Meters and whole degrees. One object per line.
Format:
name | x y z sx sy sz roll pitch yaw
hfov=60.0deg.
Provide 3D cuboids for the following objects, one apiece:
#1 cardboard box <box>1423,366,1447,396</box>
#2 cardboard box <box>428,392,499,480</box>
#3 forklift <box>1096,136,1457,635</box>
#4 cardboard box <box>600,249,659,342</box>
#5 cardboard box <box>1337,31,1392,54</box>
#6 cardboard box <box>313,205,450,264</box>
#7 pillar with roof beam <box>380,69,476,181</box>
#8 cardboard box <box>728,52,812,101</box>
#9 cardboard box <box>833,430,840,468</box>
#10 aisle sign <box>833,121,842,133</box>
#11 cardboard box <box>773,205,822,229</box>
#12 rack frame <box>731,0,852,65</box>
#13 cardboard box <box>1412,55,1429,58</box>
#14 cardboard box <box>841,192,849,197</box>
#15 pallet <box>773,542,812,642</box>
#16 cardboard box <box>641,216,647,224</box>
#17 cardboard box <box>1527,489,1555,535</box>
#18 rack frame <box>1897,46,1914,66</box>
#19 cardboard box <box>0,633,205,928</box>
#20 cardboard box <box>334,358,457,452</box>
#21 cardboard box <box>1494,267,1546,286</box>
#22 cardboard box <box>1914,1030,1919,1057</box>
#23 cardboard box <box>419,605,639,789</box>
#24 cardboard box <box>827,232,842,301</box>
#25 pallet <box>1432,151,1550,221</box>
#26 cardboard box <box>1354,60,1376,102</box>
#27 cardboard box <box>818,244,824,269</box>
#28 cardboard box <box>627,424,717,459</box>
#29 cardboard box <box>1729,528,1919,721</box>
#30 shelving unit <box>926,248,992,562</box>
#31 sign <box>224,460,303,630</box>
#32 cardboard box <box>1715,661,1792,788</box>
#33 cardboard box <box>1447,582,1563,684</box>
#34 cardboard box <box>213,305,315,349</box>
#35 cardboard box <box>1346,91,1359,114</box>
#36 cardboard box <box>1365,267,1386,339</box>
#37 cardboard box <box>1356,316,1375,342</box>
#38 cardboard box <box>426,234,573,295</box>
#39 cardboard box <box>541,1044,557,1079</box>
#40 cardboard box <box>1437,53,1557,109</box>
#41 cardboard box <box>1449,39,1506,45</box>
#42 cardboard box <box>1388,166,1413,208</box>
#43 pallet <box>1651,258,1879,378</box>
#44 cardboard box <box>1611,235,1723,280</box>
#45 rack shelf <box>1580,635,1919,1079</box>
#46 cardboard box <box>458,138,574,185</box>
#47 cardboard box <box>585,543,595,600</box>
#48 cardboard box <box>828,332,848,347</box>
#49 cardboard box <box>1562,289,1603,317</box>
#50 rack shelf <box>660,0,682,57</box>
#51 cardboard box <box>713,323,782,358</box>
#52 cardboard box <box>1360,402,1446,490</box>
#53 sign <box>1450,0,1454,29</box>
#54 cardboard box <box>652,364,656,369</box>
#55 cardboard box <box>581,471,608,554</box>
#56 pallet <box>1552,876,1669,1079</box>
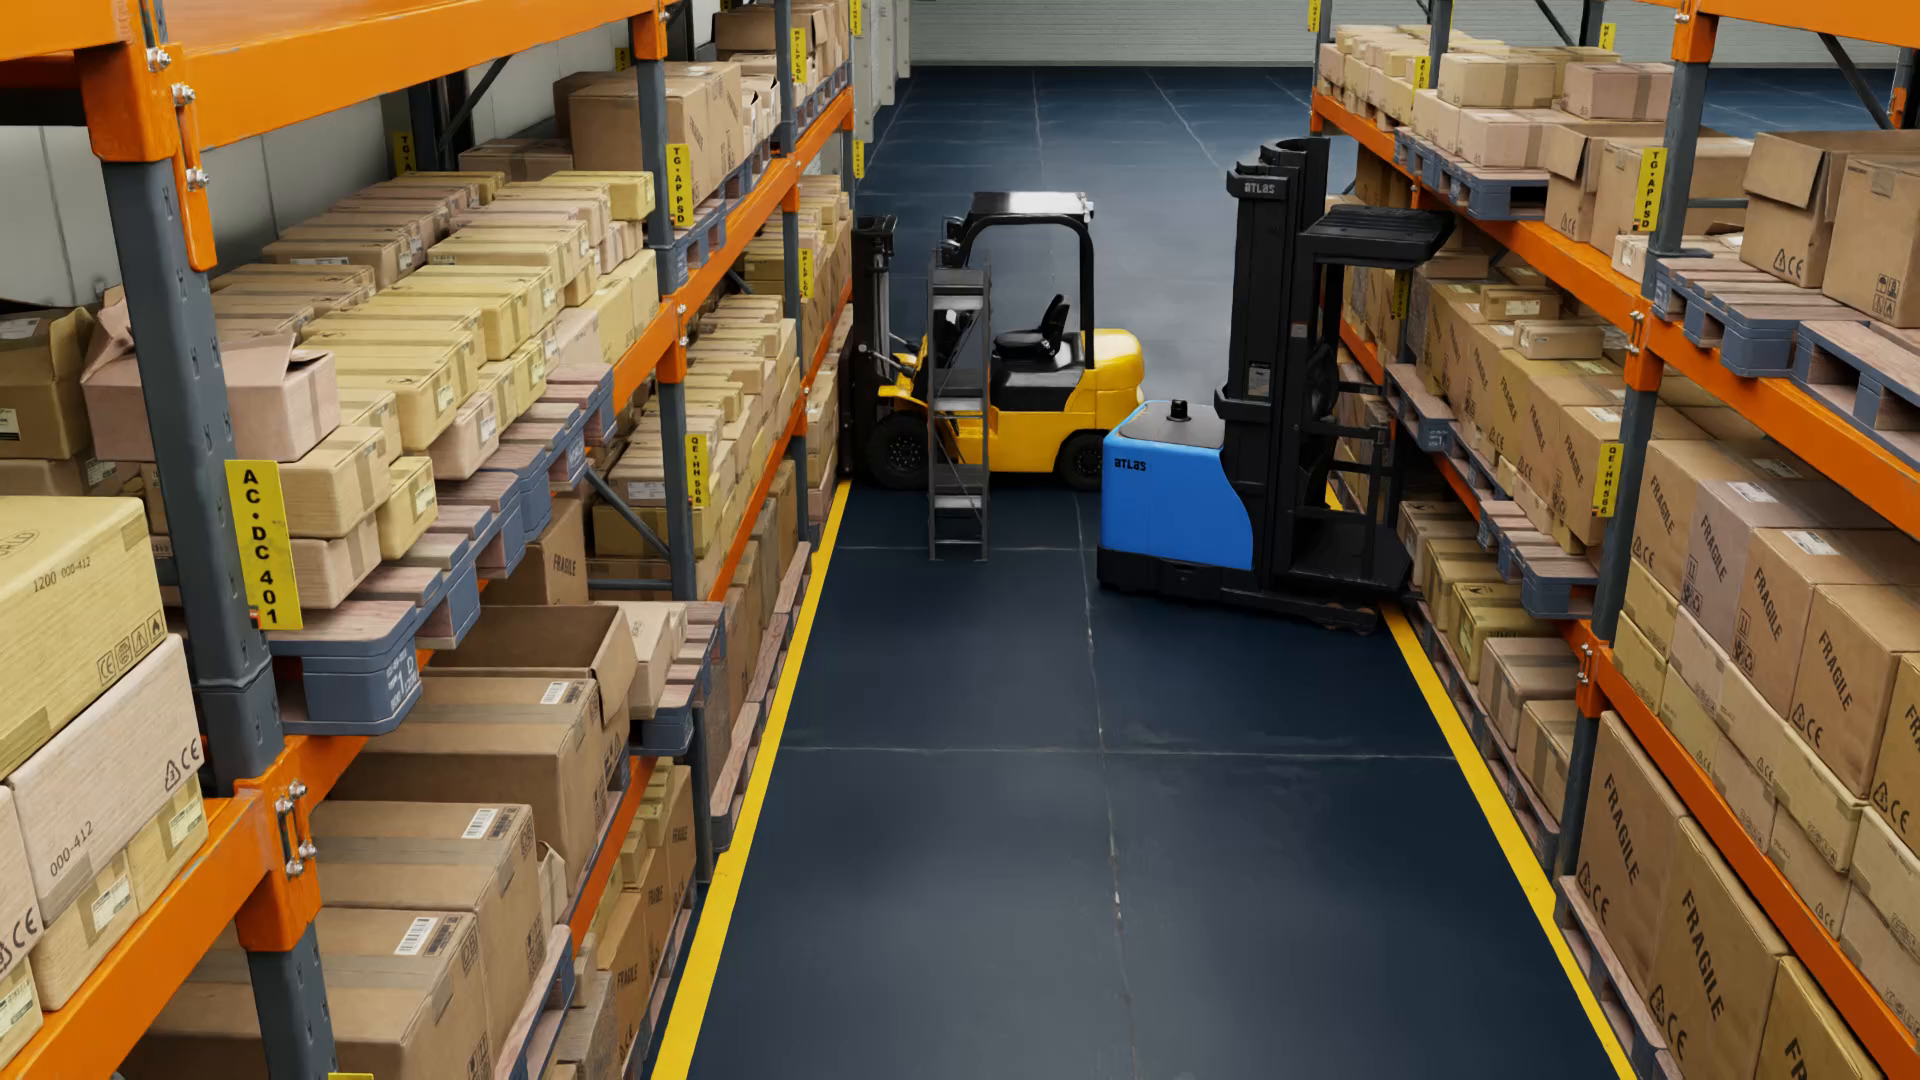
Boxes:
cardboard box | 3.058 -0.984 10.184 0.380 0.149 0.250 1 21 3
cardboard box | -1.345 -0.256 4.024 0.380 0.149 0.250 1 21 2
forklift | 2.484 -0.988 10.525 3.031 2.935 1.130 9 23 21
cardboard box | -1.449 -0.939 6.362 0.500 0.250 0.500 0 21 0
cardboard box | 3.171 -3.894 13.015 0.380 0.149 0.250 1 21 1
cardboard box | -1.966 -1.043 5.669 0.380 0.149 0.250 1 21 3
pillar with roof beam | 1.766 -3.029 7.396 9.100 9.000 0.400 1 21 2
cardboard box | -1.285 -3.142 11.238 0.500 0.311 0.500 1 21 3
cardboard box | -1.208 -0.700 12.906 0.500 0.250 0.500 1 21 3
aisle sign | -1.137 -3.923 14.400 0.394 0.787 0.004 1 21 2
cardboard box | -1.273 -2.492 12.859 0.380 0.149 0.250 1 21 2
rack frame | -1.432 -5.488 13.732 1.000 3.000 0.127 1 21 2
cardboard box | 3.227 -3.149 11.097 0.380 0.149 0.250 1 21 3
cardboard box | -1.163 -2.912 14.351 0.380 0.149 0.250 1 21 2
pallet | -1.538 0.322 10.907 1.003 0.211 1.213 1 21 2
cardboard box | -1.362 -1.453 7.085 0.380 0.166 0.250 1 21 2
cardboard box | 2.959 -0.134 7.995 0.380 0.149 0.250 0 21 1
rack frame | 8.480 -5.417 13.549 1.000 3.000 0.127 1 21 2
cardboard box | -1.562 0.358 2.609 0.500 0.250 0.500 1 21 2
cardboard box | -1.363 -0.306 3.742 0.380 0.149 0.250 0 21 1
cardboard box | 3.623 -1.403 10.368 0.500 0.500 0.500 0 21 1
cardboard box | 2.942 1.422 4.425 0.500 0.250 0.500 0 21 1
cardboard box | -1.541 0.550 5.742 0.797 0.503 0.637 0 21 0
cardboard box | -1.225 -2.184 13.373 0.500 0.500 0.500 0 21 1
pallet | 3.254 -1.905 8.905 1.213 0.211 1.003 1 21 2
cardboard box | 3.196 -3.372 12.222 0.500 0.250 0.500 1 21 3
cardboard box | -1.204 -2.077 12.201 0.380 0.149 0.250 0 21 1
cardboard box | -1.383 -0.449 8.005 0.380 0.149 0.250 1 21 3
cardboard box | 2.990 0.284 5.630 0.500 0.500 0.500 1 21 3
shelving unit | -0.005 -0.919 11.495 0.431 2.100 0.503 1 21 2
sign | -1.255 0.012 2.991 0.100 0.325 0.005 1 21 2
cardboard box | 2.979 0.639 5.751 0.500 0.250 0.500 1 21 1
cardboard box | 3.356 0.539 9.545 0.950 0.372 0.625 1 21 3
cardboard box | -1.870 -0.497 4.233 0.380 0.149 0.250 0 21 0
cardboard box | 3.159 -3.335 12.679 0.380 0.149 0.250 1 21 2
cardboard box | 3.181 -1.726 11.782 0.500 0.500 0.500 1 21 3
cardboard box | 3.140 -1.561 12.253 0.380 0.149 0.250 0 21 1
cardboard box | -1.430 -0.855 5.184 0.380 0.149 0.250 1 21 2
cardboard box | -1.544 1.715 5.439 0.380 0.149 0.250 1 21 4
cardboard box | 2.984 -2.562 9.273 0.500 0.250 0.500 0 21 0
cardboard box | 3.801 -3.610 12.285 0.380 0.149 0.250 1 21 3
cardboard box | 3.642 -2.555 12.535 0.700 0.500 0.500 1 21 1
pallet | 3.319 -0.822 6.116 1.213 0.211 1.003 2 21 4
cardboard box | 3.085 -1.233 7.260 0.380 0.149 0.250 1 21 2
rack shelf | 3.225 1.313 5.492 1.077 0.370 4.000 1 21 2
cardboard box | -1.910 -1.634 7.436 0.500 0.250 0.500 1 21 2
cardboard box | -1.918 0.106 7.816 0.500 0.250 0.500 0 21 0
cardboard box | -1.150 -1.534 13.674 0.500 0.250 0.500 1 21 2
cardboard box | 3.626 -1.357 9.352 0.380 0.149 0.250 0 21 -1
rack shelf | -1.615 -2.797 8.344 1.077 0.370 4.000 1 21 2
cardboard box | -1.268 -1.190 9.914 0.380 0.149 0.250 0 21 0
cardboard box | 3.157 -0.672 11.798 0.500 0.500 0.500 0 21 1
sign | 4.083 -4.436 13.943 0.100 0.325 0.005 1 21 2
cardboard box | -1.872 -0.918 9.214 0.380 0.149 0.250 1 21 2
cardboard box | -1.940 -0.127 7.726 0.500 0.250 0.500 1 21 3
pallet | 3.186 1.839 6.997 1.003 0.211 1.213 1 21 2
